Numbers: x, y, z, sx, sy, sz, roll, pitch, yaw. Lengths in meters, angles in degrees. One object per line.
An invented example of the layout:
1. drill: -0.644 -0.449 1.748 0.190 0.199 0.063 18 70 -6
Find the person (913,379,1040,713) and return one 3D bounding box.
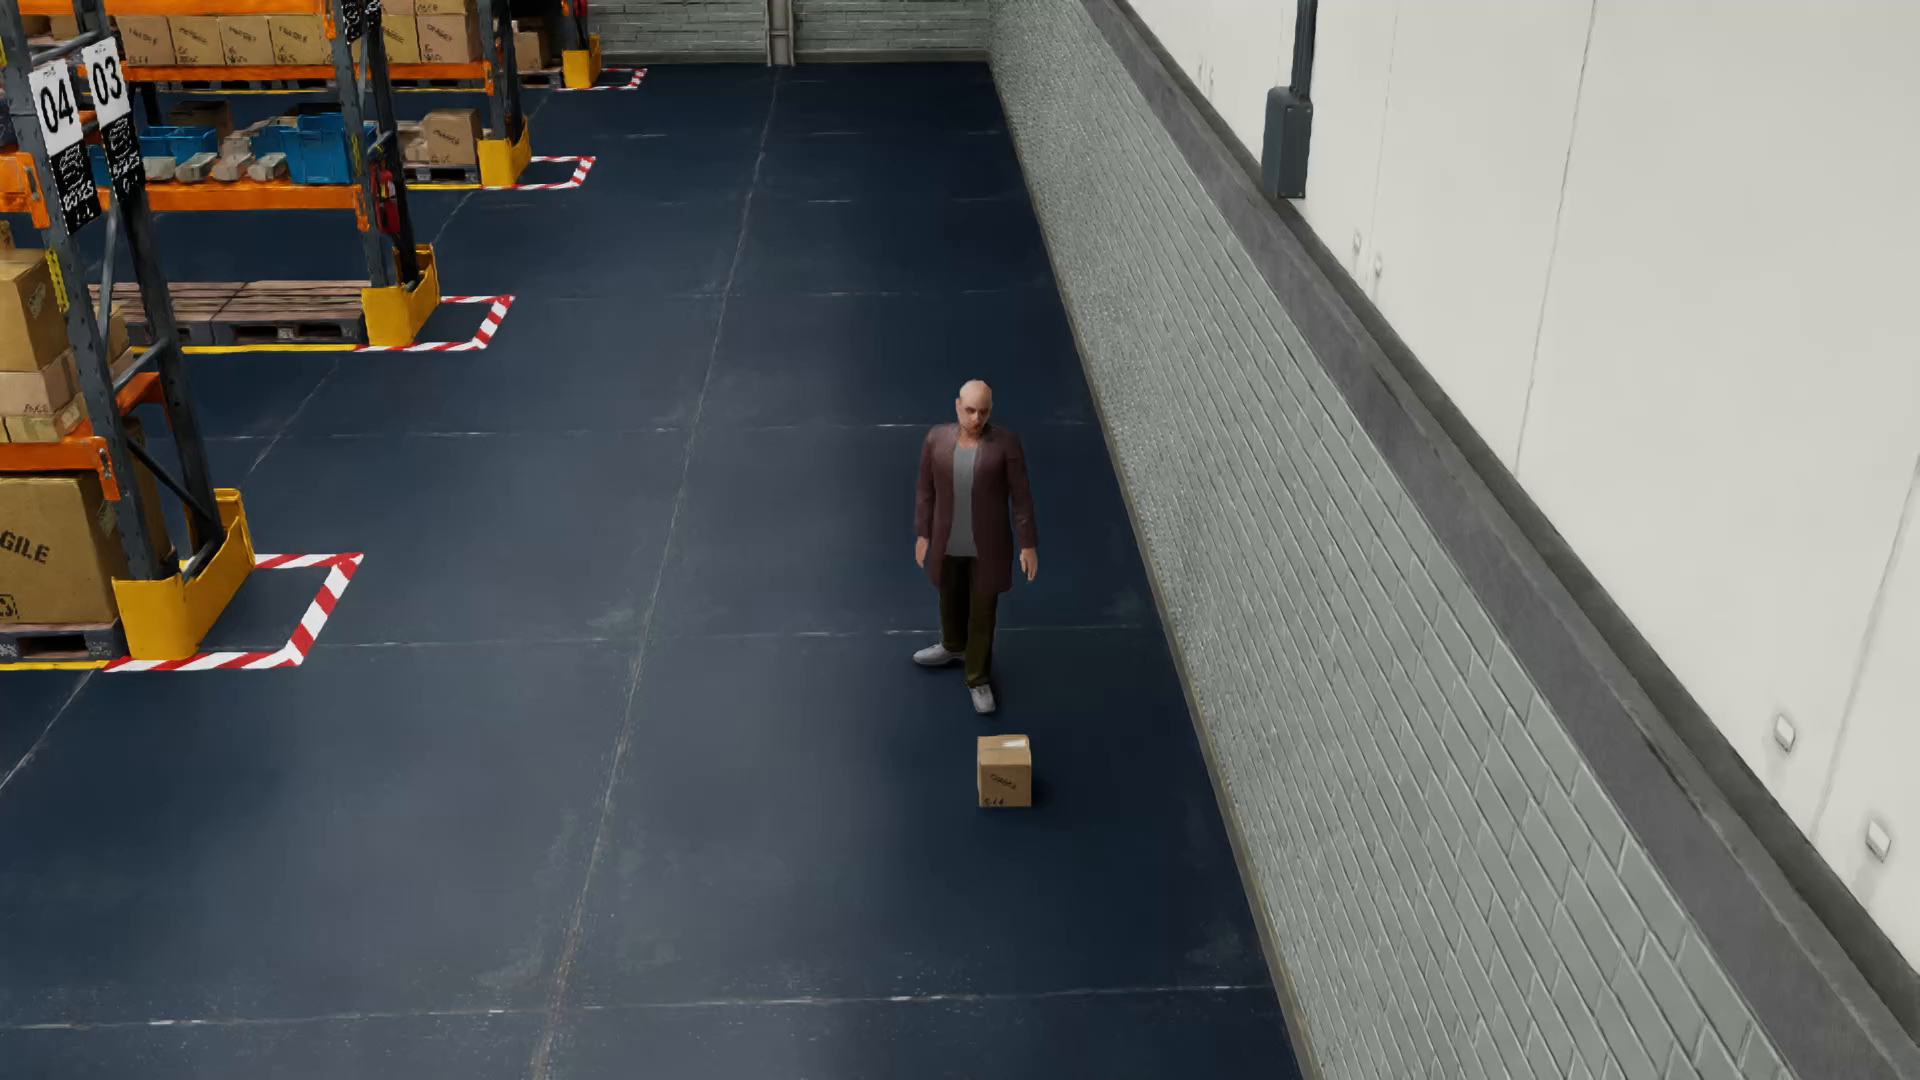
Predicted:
1. person: 0.062 -0.005 8.642 0.743 1.780 0.564 9 29 18
